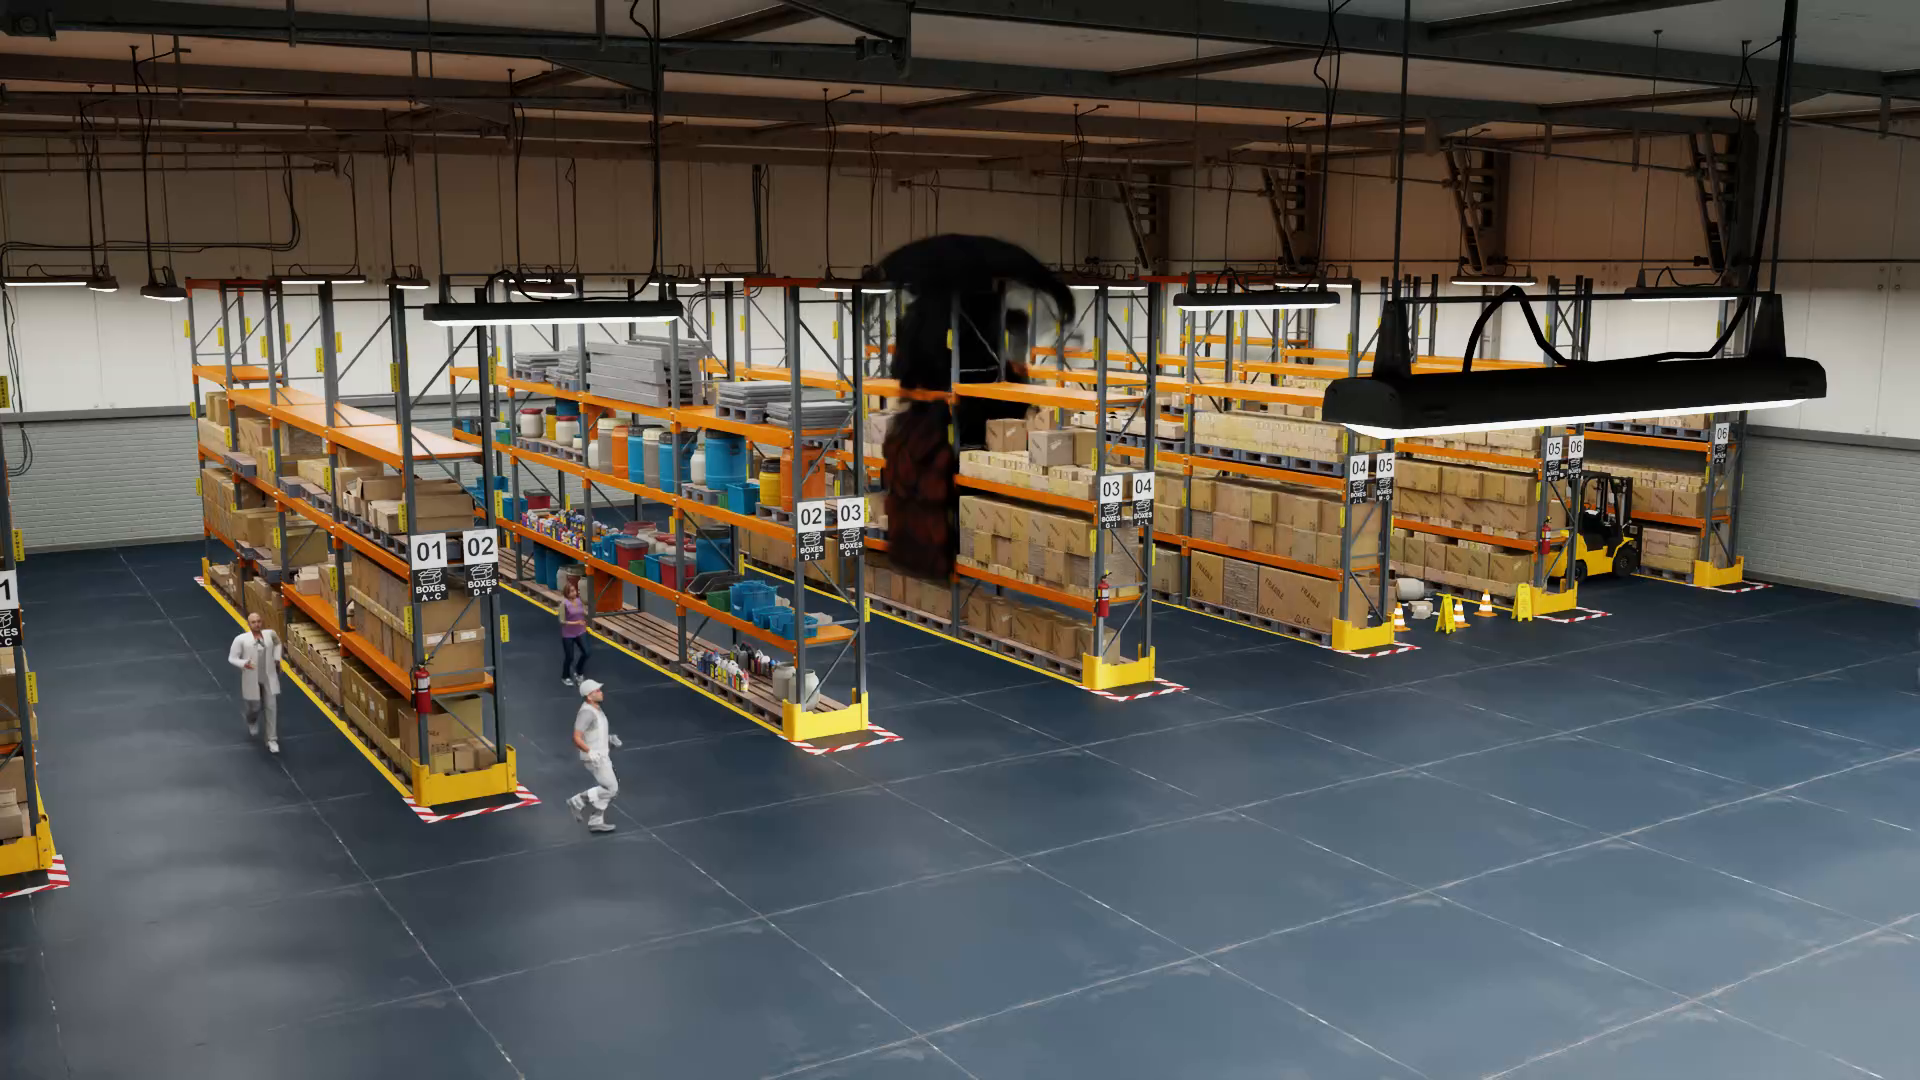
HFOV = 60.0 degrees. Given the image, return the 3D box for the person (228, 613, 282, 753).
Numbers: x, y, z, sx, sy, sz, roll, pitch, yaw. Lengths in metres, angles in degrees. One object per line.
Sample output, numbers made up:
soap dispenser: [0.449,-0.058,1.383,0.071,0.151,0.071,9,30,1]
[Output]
person: [-9.166,1.826,21.753,0.712,1.776,1.037,-7,12,-35]

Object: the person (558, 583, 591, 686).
person: [-5.728,1.424,24.716,0.510,1.578,0.644,-9,13,-43]

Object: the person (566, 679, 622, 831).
person: [-4.083,2.402,18.524,0.601,1.739,0.660,-1,10,-4]
